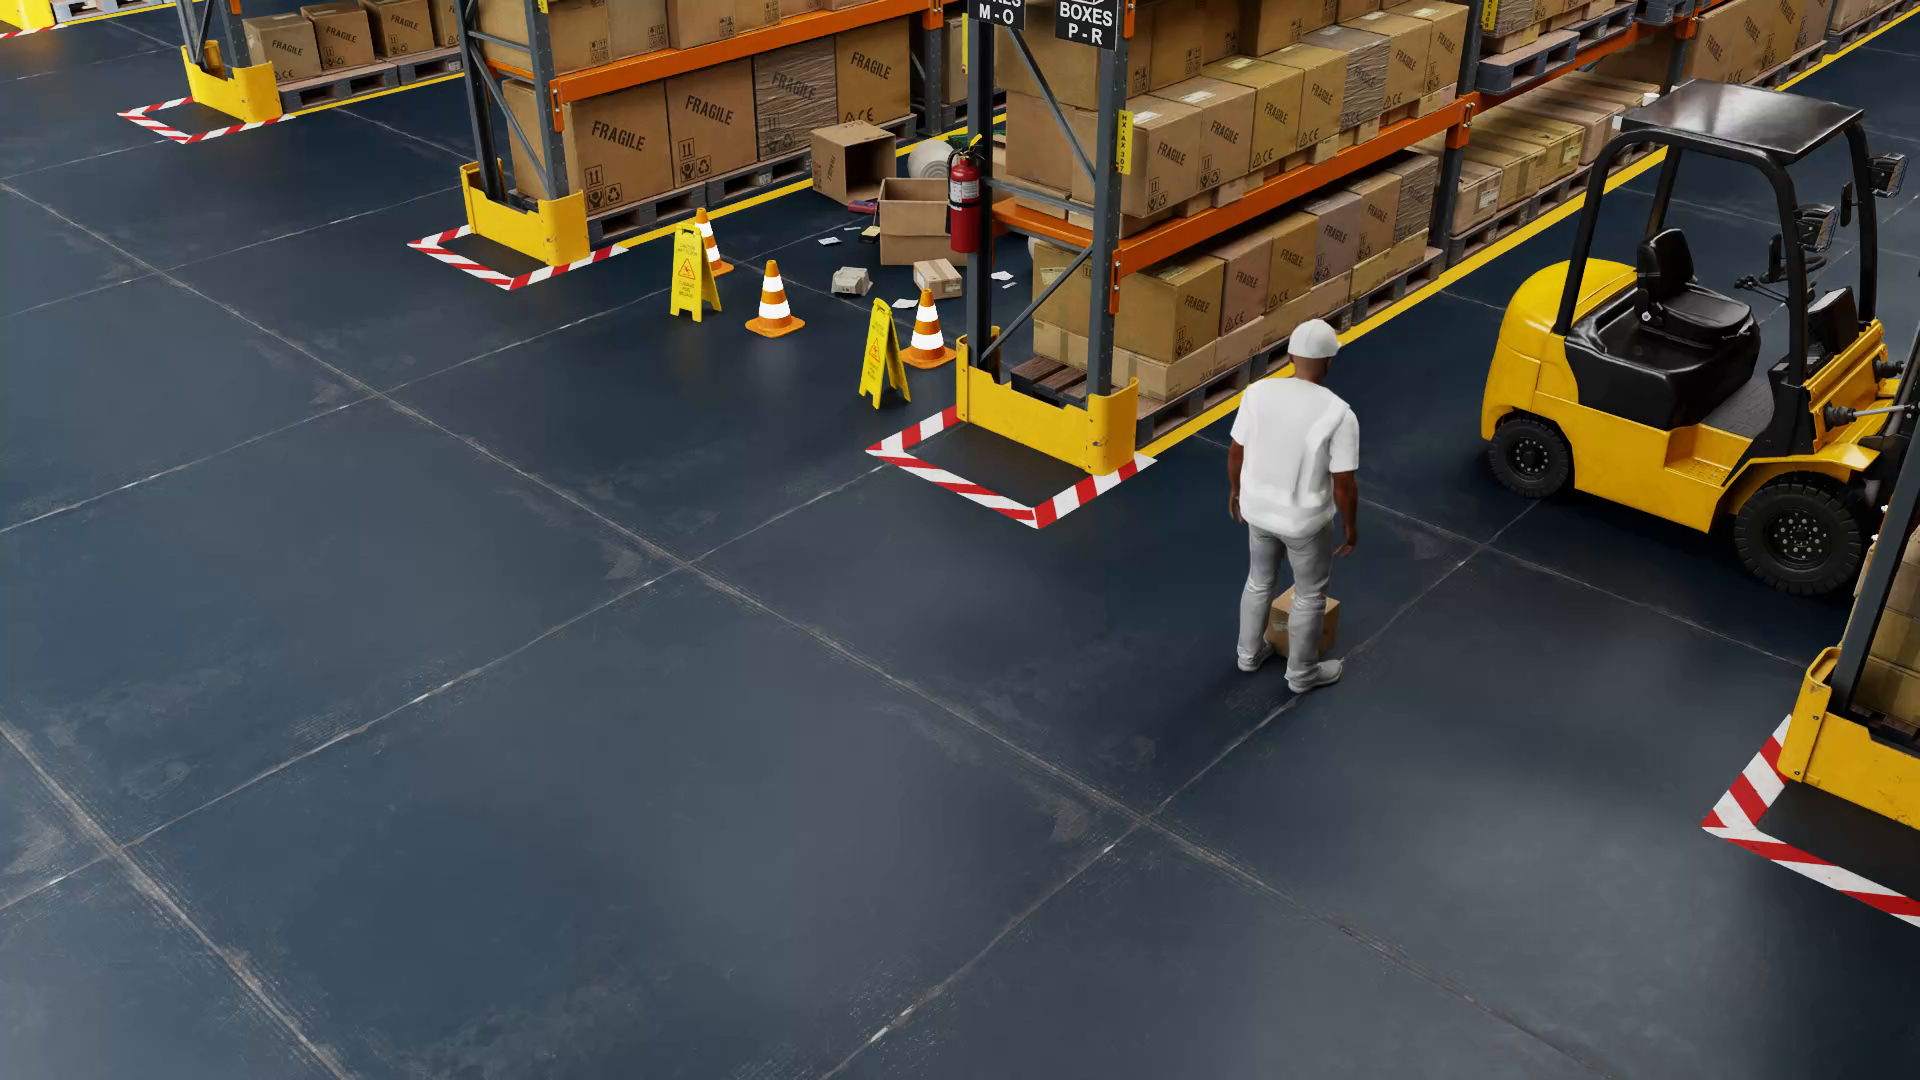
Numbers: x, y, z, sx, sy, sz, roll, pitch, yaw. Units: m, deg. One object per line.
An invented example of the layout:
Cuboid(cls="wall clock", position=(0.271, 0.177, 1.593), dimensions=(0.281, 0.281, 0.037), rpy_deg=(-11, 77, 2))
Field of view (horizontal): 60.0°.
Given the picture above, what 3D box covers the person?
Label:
Cuboid(cls="person", position=(1.497, -0.148, 7.486), dimensions=(0.633, 1.759, 0.462), rpy_deg=(22, 38, 32))
